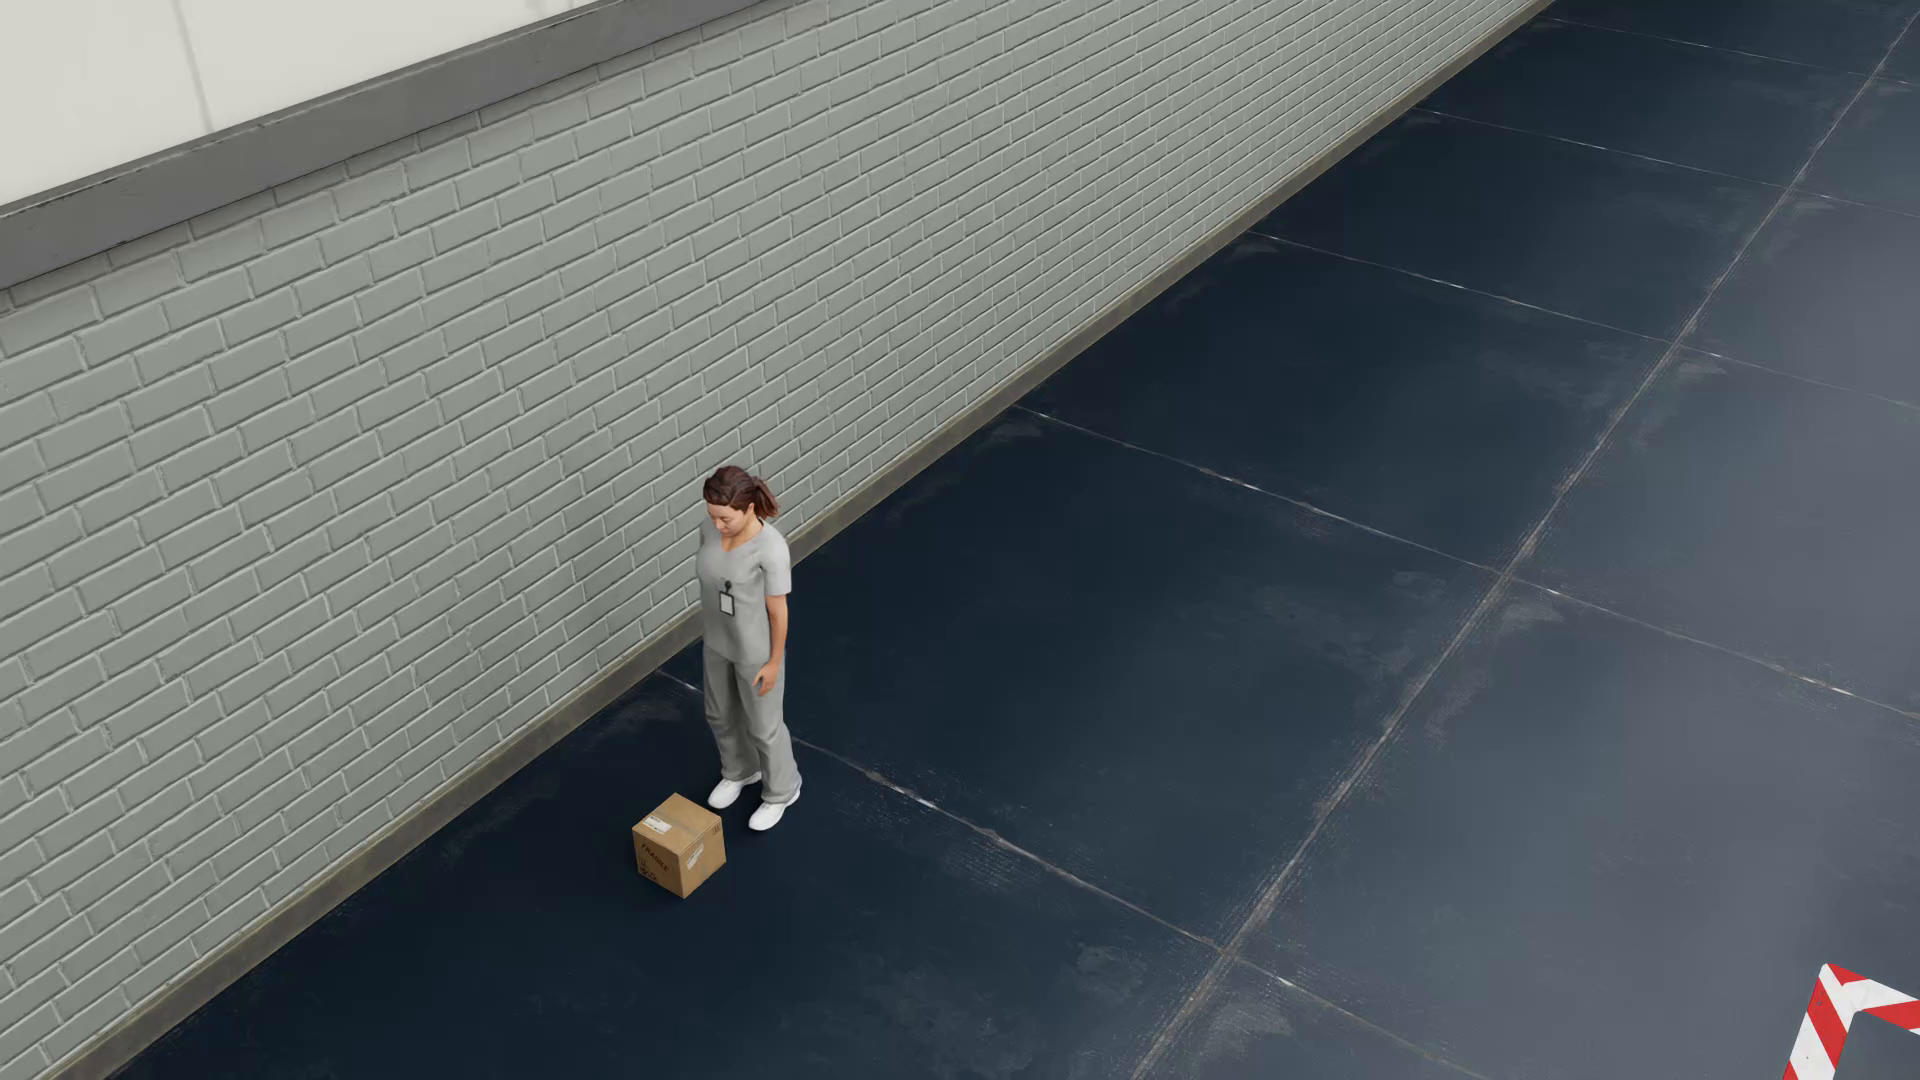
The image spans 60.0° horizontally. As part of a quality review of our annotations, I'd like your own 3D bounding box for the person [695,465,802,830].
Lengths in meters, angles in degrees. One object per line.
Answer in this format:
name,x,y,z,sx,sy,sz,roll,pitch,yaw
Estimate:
person,-0.830,0.413,6.558,0.443,1.670,0.361,22,41,29
